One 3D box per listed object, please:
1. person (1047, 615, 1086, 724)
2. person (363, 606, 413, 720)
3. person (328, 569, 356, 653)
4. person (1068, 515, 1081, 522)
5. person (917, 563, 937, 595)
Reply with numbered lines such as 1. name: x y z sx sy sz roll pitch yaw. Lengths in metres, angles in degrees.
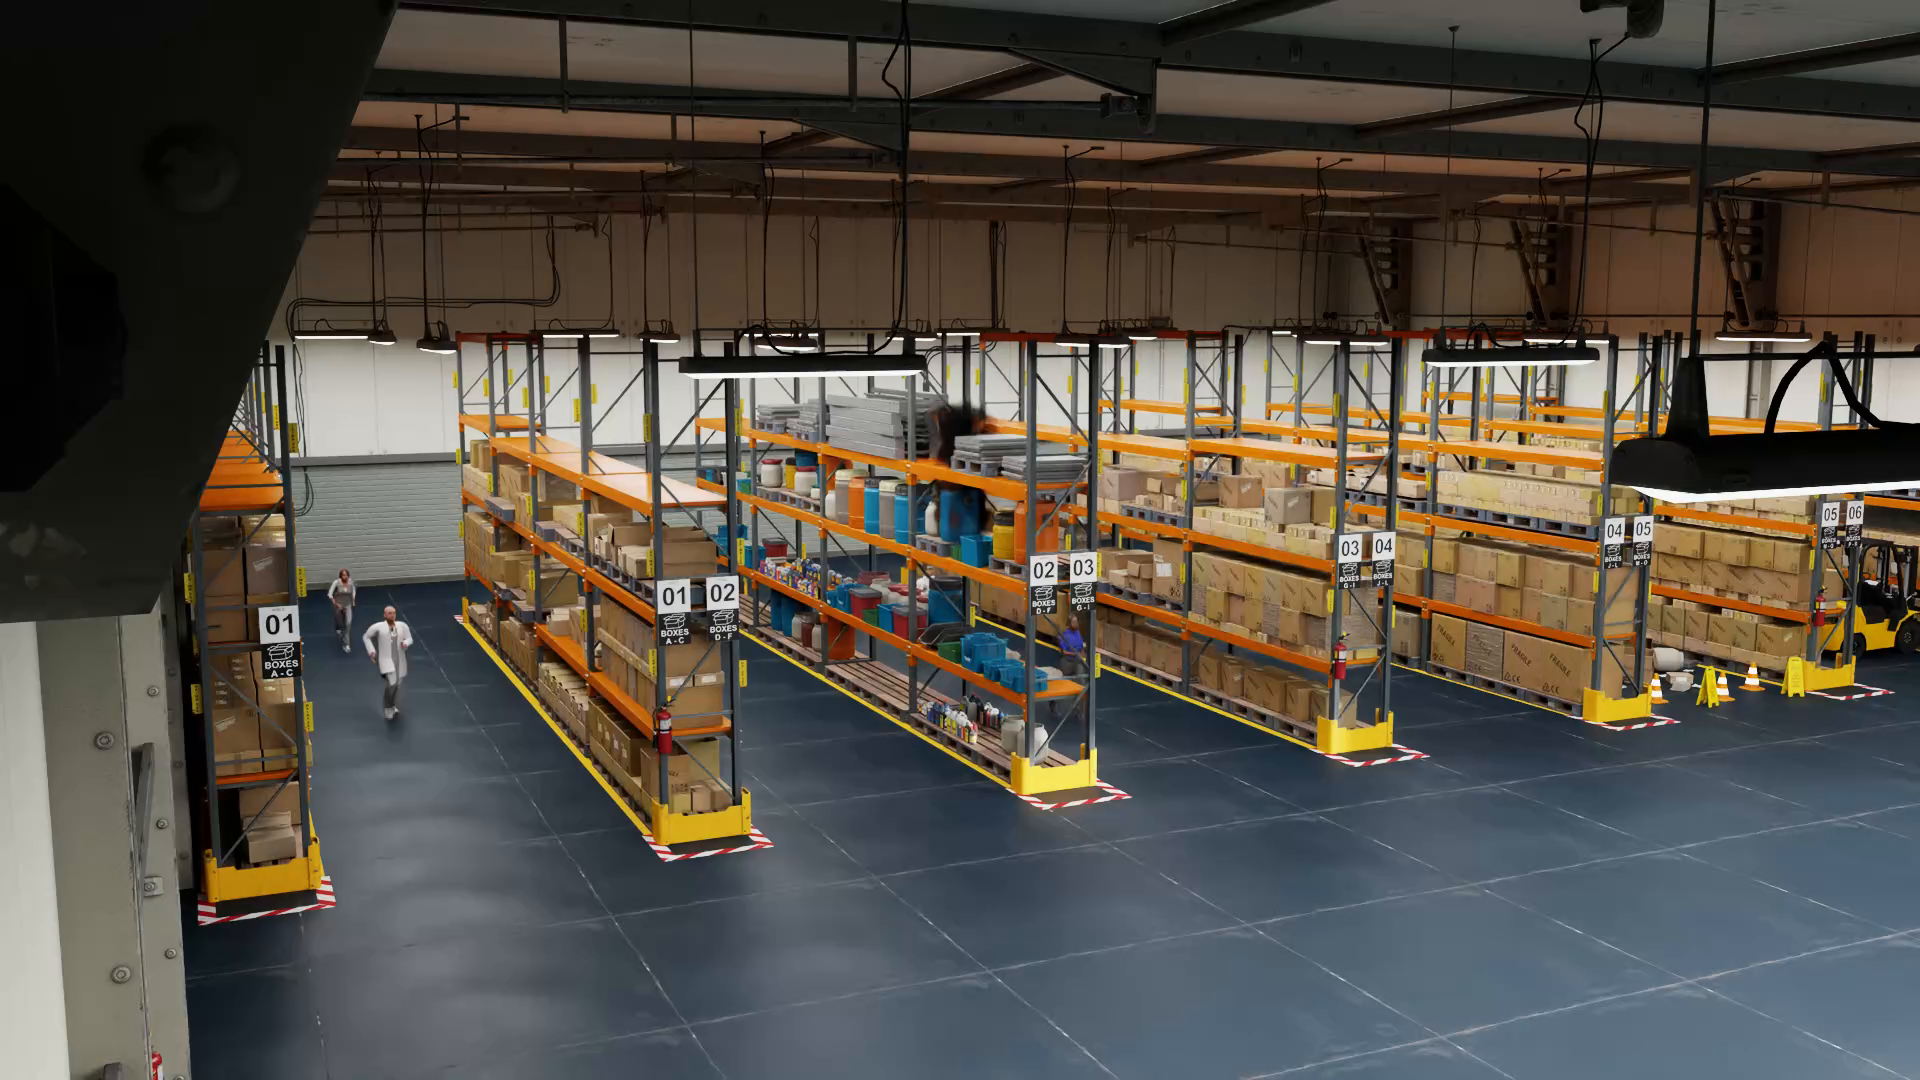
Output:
1. person: 1.731 2.019 26.029 0.559 1.702 0.846 -7 10 -41
2. person: -8.942 1.936 26.178 0.686 1.790 0.743 -7 10 -40
3. person: -11.764 1.322 31.672 0.537 1.555 0.955 -5 9 -31
4. person: 2.817 -0.034 41.253 0.678 1.682 0.579 -8 11 -44
5. person: -0.597 1.263 31.386 0.586 1.740 0.845 -4 9 -27
